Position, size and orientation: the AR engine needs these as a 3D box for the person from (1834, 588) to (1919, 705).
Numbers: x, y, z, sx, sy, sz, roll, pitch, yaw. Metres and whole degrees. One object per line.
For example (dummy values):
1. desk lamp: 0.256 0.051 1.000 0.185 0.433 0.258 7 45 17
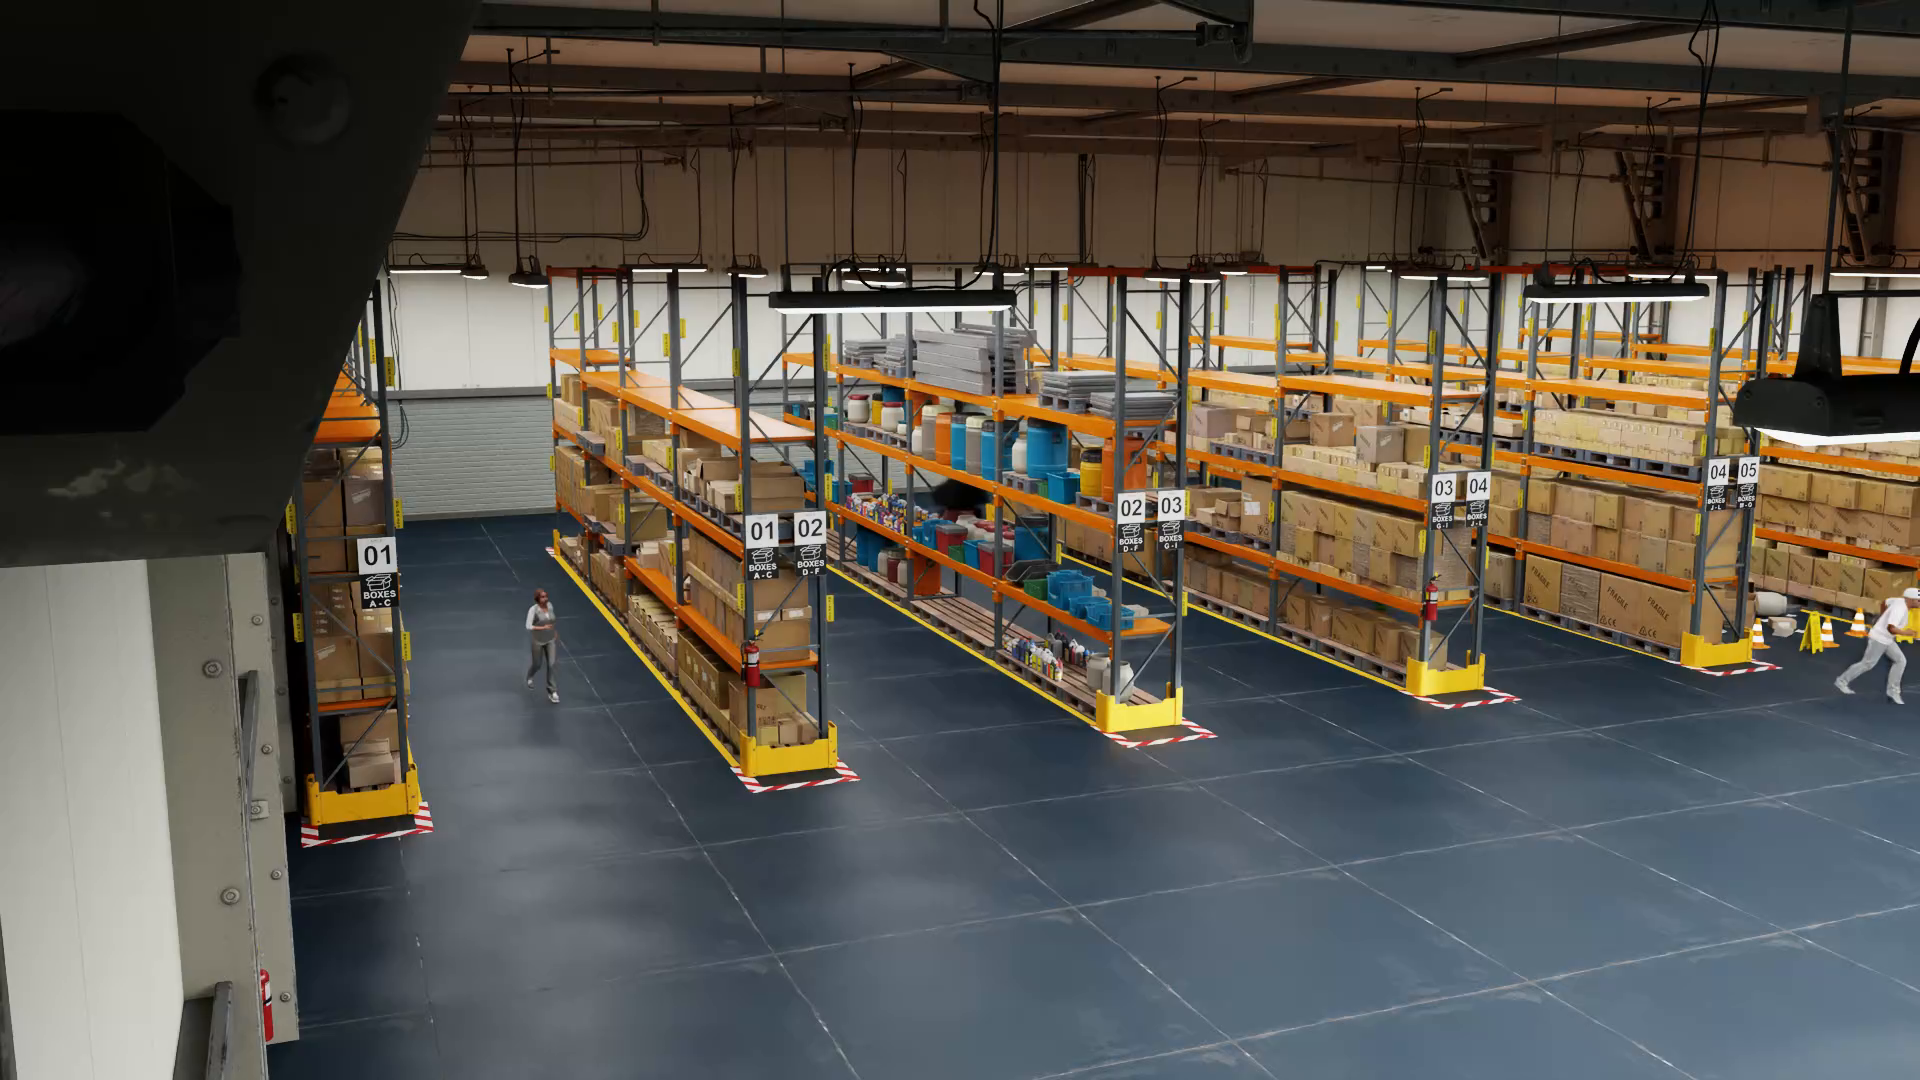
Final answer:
1. person: 13.015 1.478 23.536 1.039 1.716 0.747 6 12 32

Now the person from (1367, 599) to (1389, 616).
1. person: 7.388 0.421 29.205 0.671 1.773 0.697 -4 11 -24

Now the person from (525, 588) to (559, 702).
1. person: -5.932 1.455 23.578 0.537 1.586 0.881 -8 13 -40

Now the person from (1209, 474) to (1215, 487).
1. person: 6.595 -1.961 42.957 0.703 1.722 0.560 7 12 36
